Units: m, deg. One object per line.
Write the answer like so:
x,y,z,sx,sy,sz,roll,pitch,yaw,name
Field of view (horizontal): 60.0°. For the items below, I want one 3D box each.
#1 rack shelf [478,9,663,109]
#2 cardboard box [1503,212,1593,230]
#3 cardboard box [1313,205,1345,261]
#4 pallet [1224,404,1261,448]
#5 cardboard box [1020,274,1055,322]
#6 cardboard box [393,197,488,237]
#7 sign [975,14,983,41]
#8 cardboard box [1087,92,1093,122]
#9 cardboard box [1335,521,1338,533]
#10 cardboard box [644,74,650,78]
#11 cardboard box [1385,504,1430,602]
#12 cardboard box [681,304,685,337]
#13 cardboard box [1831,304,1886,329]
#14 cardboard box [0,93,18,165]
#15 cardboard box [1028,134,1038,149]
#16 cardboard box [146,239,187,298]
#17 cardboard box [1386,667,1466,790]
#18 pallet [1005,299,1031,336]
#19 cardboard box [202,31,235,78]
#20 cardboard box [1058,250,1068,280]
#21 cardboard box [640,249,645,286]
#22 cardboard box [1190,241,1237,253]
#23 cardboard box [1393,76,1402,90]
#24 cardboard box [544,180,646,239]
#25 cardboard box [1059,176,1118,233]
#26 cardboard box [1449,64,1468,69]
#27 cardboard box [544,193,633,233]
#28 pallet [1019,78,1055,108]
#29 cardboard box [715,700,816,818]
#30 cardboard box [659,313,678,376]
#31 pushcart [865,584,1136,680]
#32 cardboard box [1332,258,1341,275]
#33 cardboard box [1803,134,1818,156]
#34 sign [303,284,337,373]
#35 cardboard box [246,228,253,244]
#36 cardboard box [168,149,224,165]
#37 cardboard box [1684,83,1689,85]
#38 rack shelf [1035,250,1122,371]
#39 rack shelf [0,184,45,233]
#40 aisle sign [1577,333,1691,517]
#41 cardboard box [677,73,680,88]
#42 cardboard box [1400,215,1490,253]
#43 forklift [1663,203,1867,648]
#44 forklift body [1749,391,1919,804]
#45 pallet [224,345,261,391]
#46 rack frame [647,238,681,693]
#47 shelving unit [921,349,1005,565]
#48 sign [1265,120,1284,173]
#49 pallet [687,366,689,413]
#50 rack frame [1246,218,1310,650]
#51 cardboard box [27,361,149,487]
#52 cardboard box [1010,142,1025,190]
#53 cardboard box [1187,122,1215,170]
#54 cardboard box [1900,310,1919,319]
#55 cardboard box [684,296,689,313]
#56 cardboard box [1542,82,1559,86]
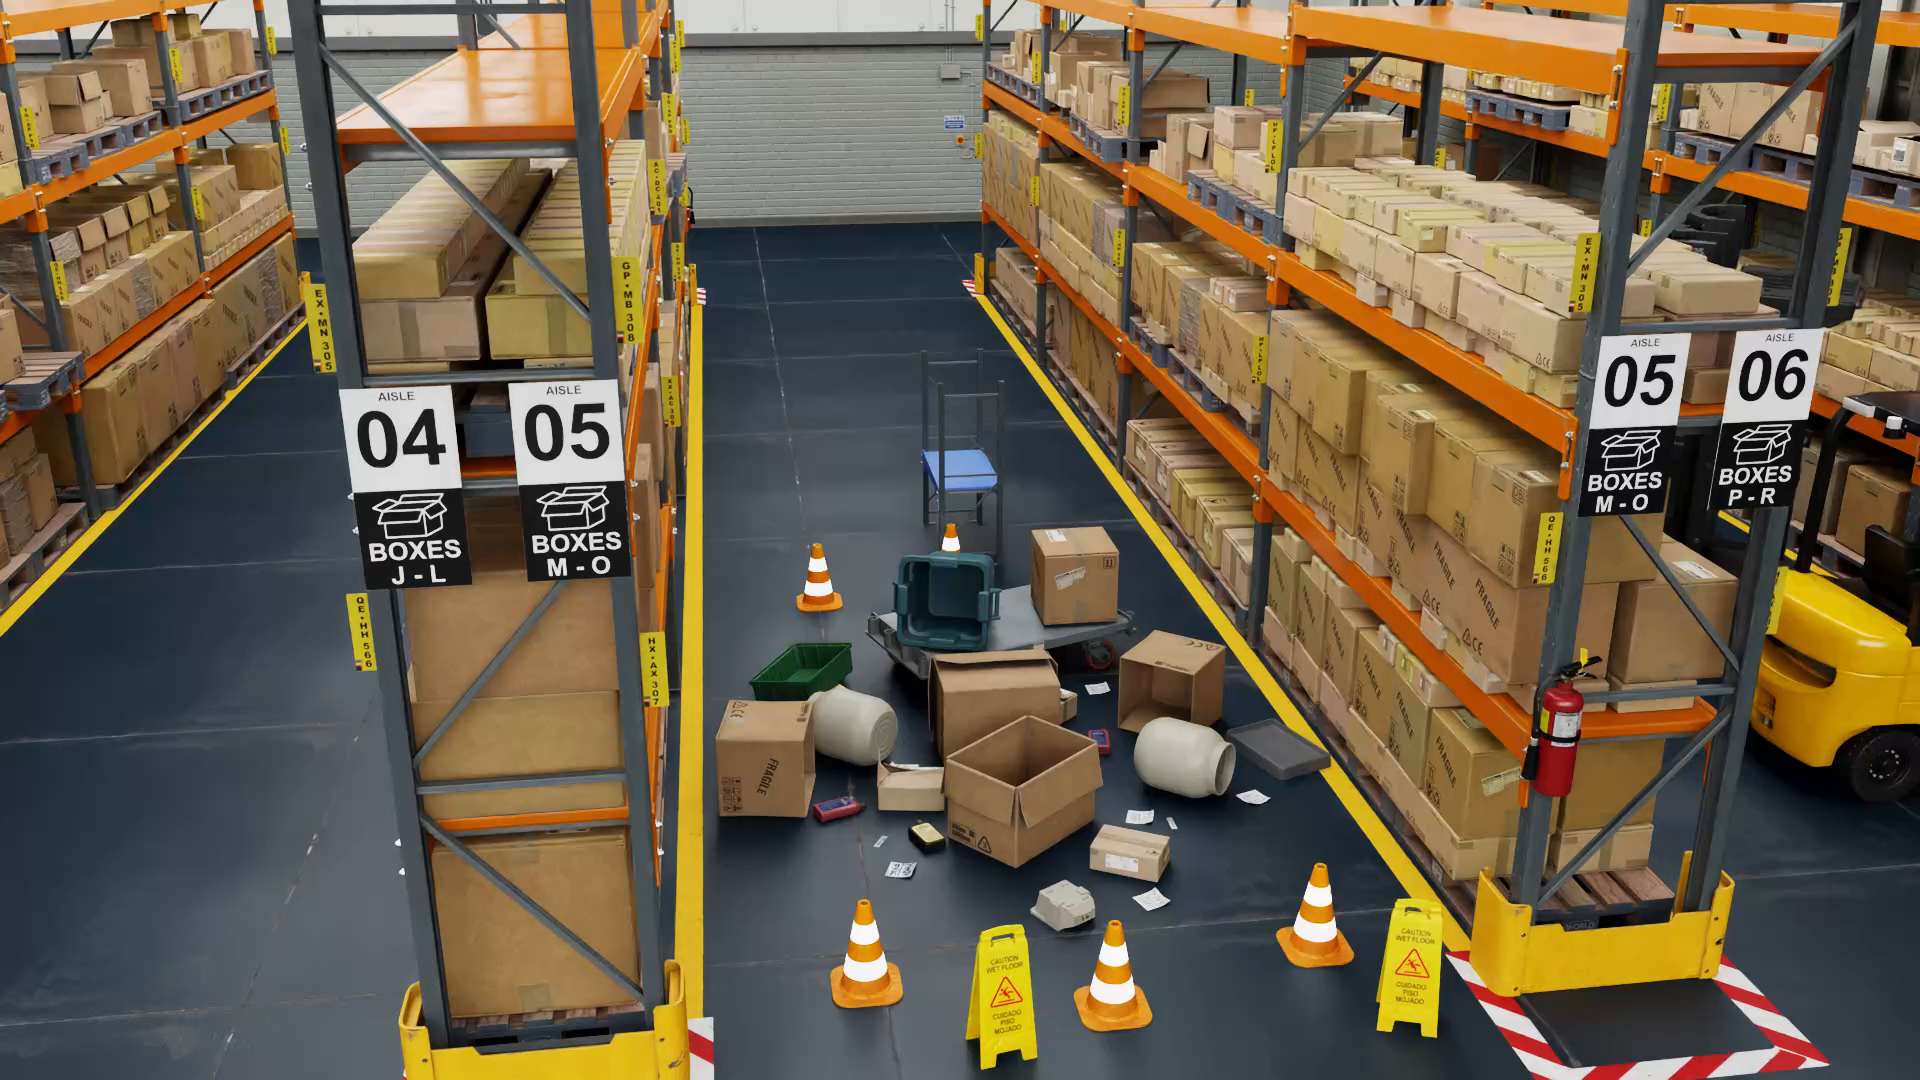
-2.643,-3.373,11.485,1.077,0.370,4.000,-3,21,-8,rack shelf
3.068,-1.617,8.690,0.380,0.149,0.250,-2,21,-7,cardboard box
2.405,-1.809,9.775,0.500,0.250,0.500,-3,21,-8,cardboard box
2.563,-0.861,12.009,1.003,0.211,1.213,-3,21,-8,pallet
1.262,-2.978,20.464,0.875,0.438,0.875,-4,21,-9,cardboard box
-2.345,-1.454,7.510,0.380,0.149,0.250,-3,21,-9,cardboard box
0.250,-6.660,21.610,0.100,0.325,0.005,-3,21,-8,sign
1.408,-4.062,15.610,0.396,0.266,0.258,-3,21,-9,cardboard box
2.484,-0.083,10.009,0.380,0.149,0.250,-3,21,-8,cardboard box
-2.867,-4.009,14.638,0.396,0.266,0.258,-3,21,-8,cardboard box
2.619,-0.001,8.864,0.500,0.500,0.500,-3,21,-8,cardboard box
-3.150,-2.296,17.477,0.500,0.250,0.500,-3,21,-9,cardboard box
6.989,-1.742,13.024,0.380,0.149,0.250,-3,21,-9,cardboard box
-7.537,-3.098,12.578,0.500,0.500,0.500,-2,21,-6,cardboard box
1.006,-4.629,19.323,0.380,0.149,0.250,-3,21,-8,cardboard box
-8.028,-2.676,16.451,0.500,0.500,0.500,-2,21,-6,cardboard box
2.654,1.001,9.006,0.500,0.500,0.500,-2,21,-6,cardboard box
1.165,-2.833,21.000,1.003,0.211,1.213,-3,21,-8,pallet
-8.917,-5.651,19.387,0.700,0.500,0.500,-4,21,-10,cardboard box
1.313,-2.856,17.289,0.500,0.250,0.500,-3,21,-8,cardboard box
-1.800,-1.374,8.438,0.380,0.149,0.250,-3,21,-8,cardboard box
2.293,-2.303,14.428,0.500,0.500,0.500,-4,21,-9,cardboard box
5.652,-5.715,20.803,0.380,0.149,0.250,-3,21,-8,cardboard box
-1.957,-1.780,8.953,0.500,0.250,0.500,-3,21,-8,cardboard box
1.326,-3.449,17.091,0.500,0.500,0.500,-3,21,-9,cardboard box
5.977,-5.572,19.134,0.500,0.250,0.500,-3,21,-8,cardboard box
-1.693,-1.486,7.596,0.380,0.149,0.250,-3,21,-8,cardboard box
1.269,-5.096,18.913,1.003,0.211,1.213,-3,21,-8,pallet
-1.115,1.261,9.621,0.500,0.500,0.500,1,20,2,cardboard box
-2.530,-1.511,13.331,0.500,0.500,0.500,-3,21,-8,cardboard box
0.280,0.682,11.351,1.648,0.377,0.936,-11,23,-26,pushcart
2.459,-1.672,9.979,0.380,0.149,0.250,-3,21,-8,cardboard box
6.870,-3.094,13.042,0.380,0.149,0.250,-3,21,-8,cardboard box
-2.317,-0.770,6.050,0.100,0.325,0.005,-3,21,-8,sign
-8.370,-3.490,19.133,0.380,0.149,0.250,-4,21,-9,cardboard box
-9.133,-4.401,19.931,0.500,0.500,0.500,-3,21,-9,cardboard box
7.040,-4.292,15.854,0.380,0.149,0.250,-3,21,-8,cardboard box
1.664,-2.419,16.935,1.077,0.370,4.000,-3,21,-8,rack shelf
-7.565,-1.940,11.364,1.077,0.370,4.000,-3,21,-8,rack shelf
2.828,-0.476,6.987,0.394,0.787,0.004,-3,21,-8,aisle sign
-3.676,-5.564,20.252,0.500,0.250,0.500,-3,21,-8,cardboard box
2.511,-1.587,8.609,0.380,0.149,0.250,-2,21,-6,cardboard box
5.582,-0.785,11.630,3.031,2.935,1.130,11,23,28,forklift
5.939,0.287,9.873,2.313,2.155,1.214,-3,21,-8,forklift body
-8.463,-1.910,18.528,1.003,0.211,1.213,-3,21,-8,pallet
-2.354,-0.394,10.485,1.000,3.000,0.127,-3,21,-8,rack frame
0.012,-0.673,13.375,0.538,1.500,1.048,-3,21,-8,shelving unit
1.981,-2.482,10.484,0.100,0.325,0.005,-3,21,-8,sign
-3.394,-1.588,17.667,1.003,0.211,1.213,-3,21,-8,pallet
2.529,-0.679,11.247,1.000,3.000,0.127,-3,21,-8,rack frame
-7.933,-1.005,14.557,1.225,0.875,0.875,-4,21,-10,cardboard box
0.887,-4.465,19.813,0.500,0.500,0.500,-3,21,-7,cardboard box
2.201,-2.991,13.002,0.797,0.503,0.637,-3,21,-8,cardboard box
7.523,-1.683,12.866,0.380,0.149,0.250,-3,21,-8,cardboard box
-3.476,-2.839,20.080,0.380,0.149,0.250,-3,21,-7,cardboard box
6.177,-4.715,16.957,0.380,0.149,0.250,-3,21,-7,cardboard box
